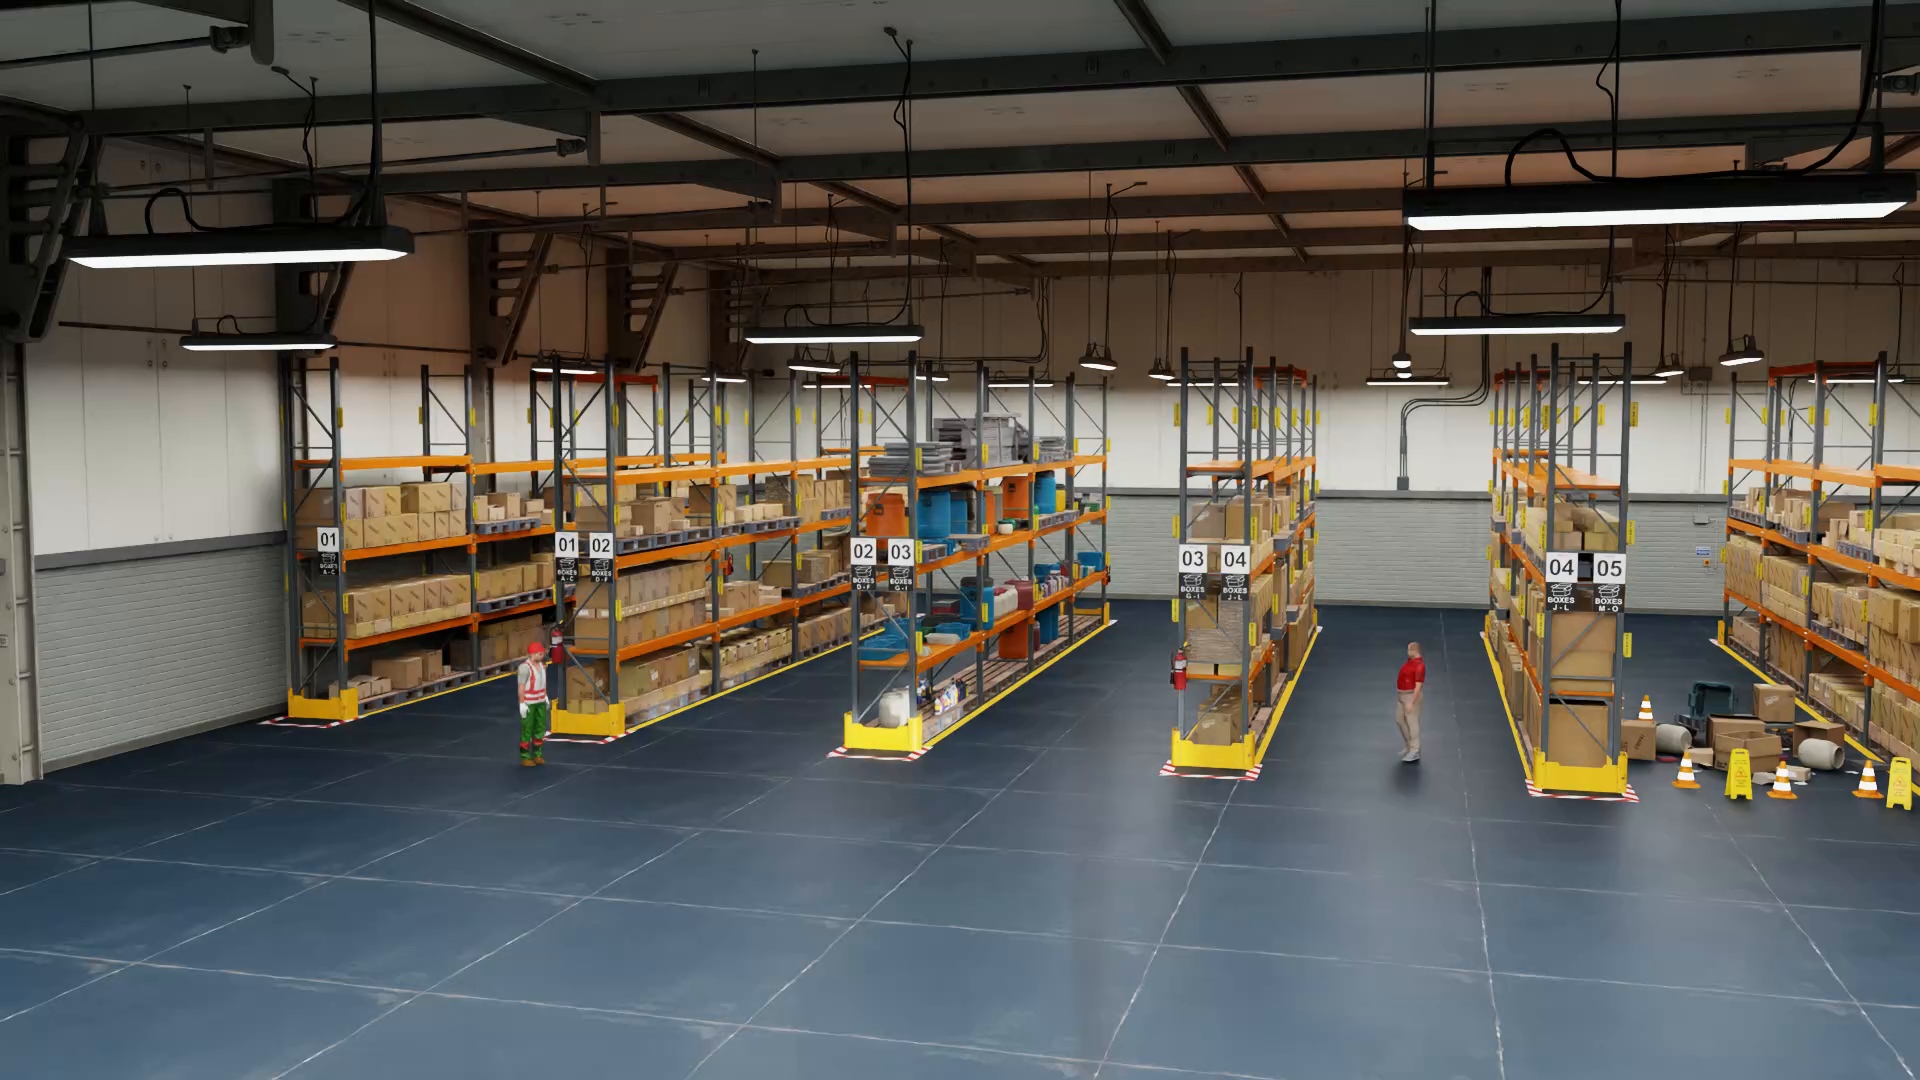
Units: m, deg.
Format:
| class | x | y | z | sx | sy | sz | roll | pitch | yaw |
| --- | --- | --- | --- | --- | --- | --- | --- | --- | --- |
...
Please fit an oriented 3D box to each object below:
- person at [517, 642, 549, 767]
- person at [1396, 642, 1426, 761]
| class | x | y | z | sx | sy | sz | roll | pitch | yaw |
| --- | --- | --- | --- | --- | --- | --- | --- | --- | --- |
| person | -6.139 | 2.359 | 23.942 | 0.438 | 1.795 | 0.596 | 2 | 5 | 28 |
| person | 6.608 | 2.370 | 24.426 | 0.422 | 1.779 | 0.646 | -1 | 4 | -11 |
